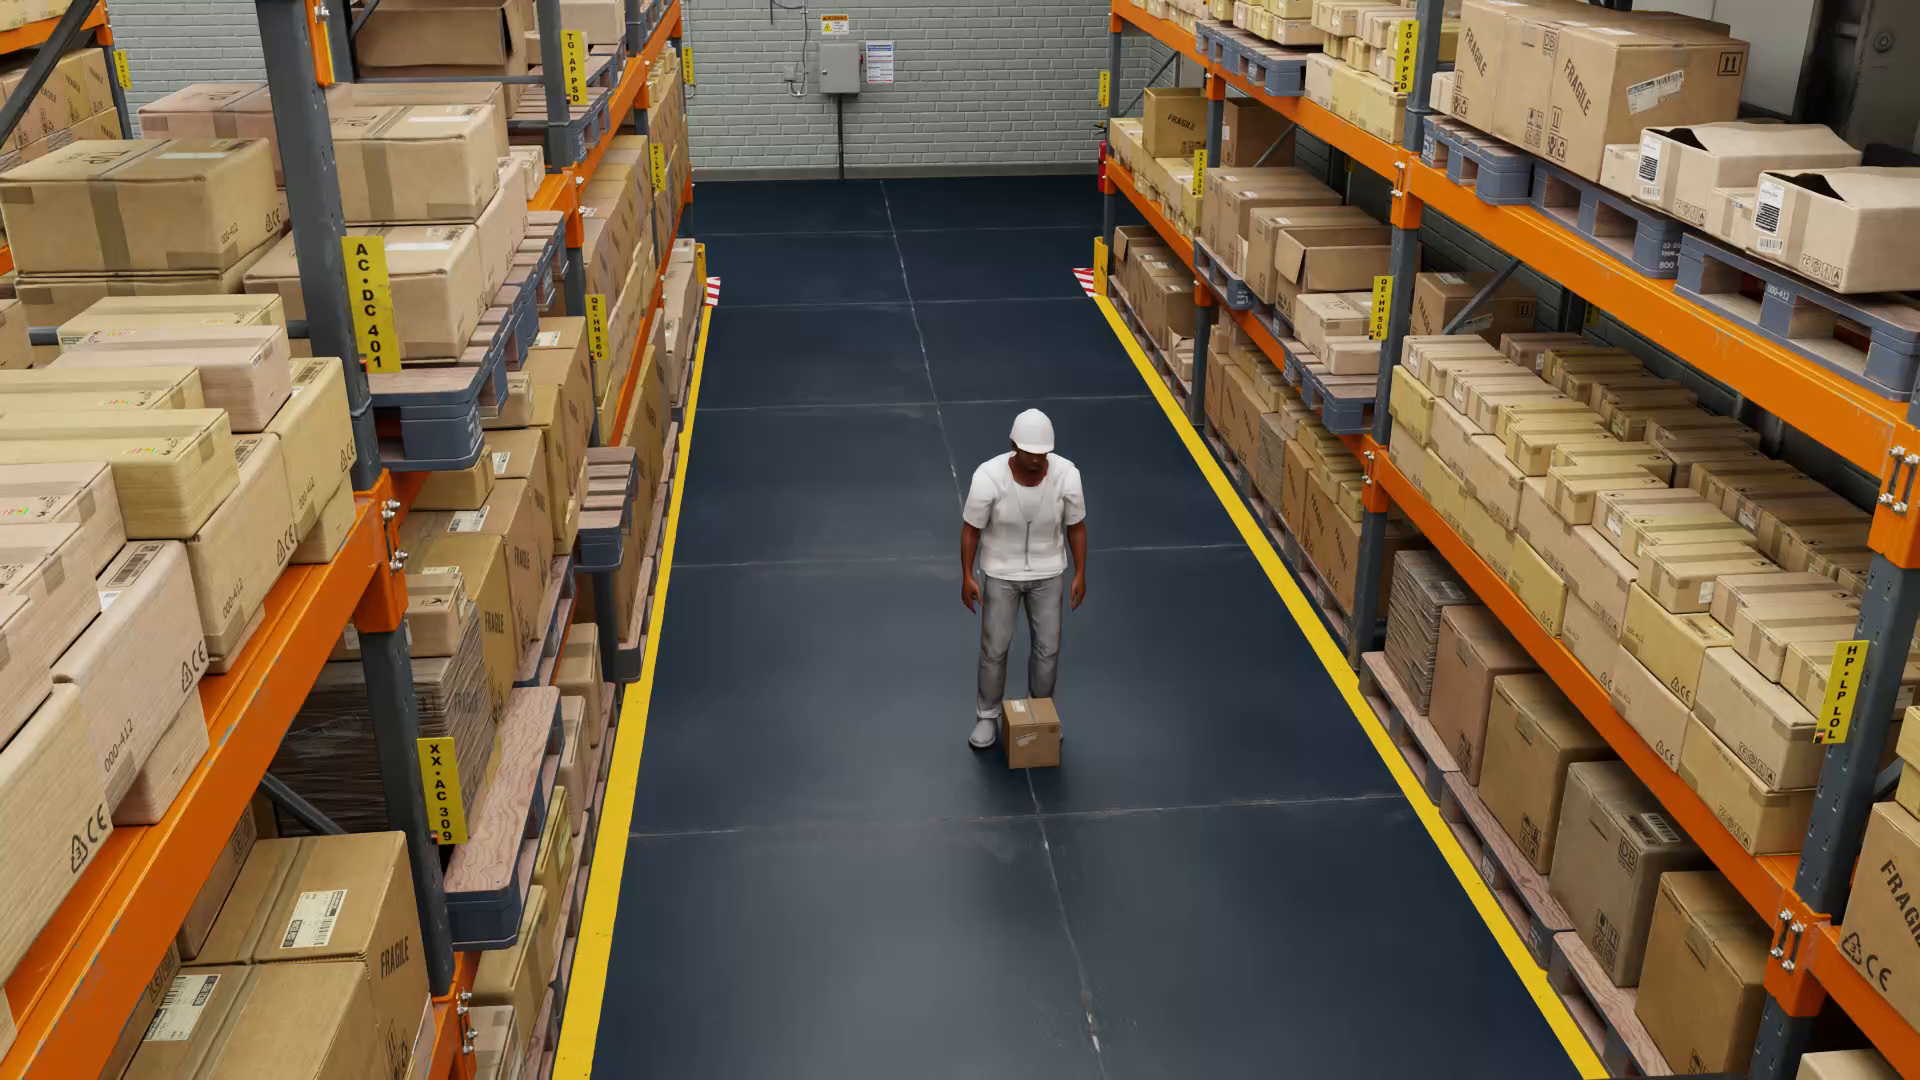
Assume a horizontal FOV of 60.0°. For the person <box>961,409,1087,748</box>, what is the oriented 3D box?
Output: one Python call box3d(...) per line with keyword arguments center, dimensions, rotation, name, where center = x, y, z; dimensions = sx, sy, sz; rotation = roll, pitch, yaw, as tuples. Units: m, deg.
box3d(center=(0.315, 0.181, 8.166), dimensions=(0.626, 1.757, 0.459), rotation=(-2, 24, -5), name="person")
